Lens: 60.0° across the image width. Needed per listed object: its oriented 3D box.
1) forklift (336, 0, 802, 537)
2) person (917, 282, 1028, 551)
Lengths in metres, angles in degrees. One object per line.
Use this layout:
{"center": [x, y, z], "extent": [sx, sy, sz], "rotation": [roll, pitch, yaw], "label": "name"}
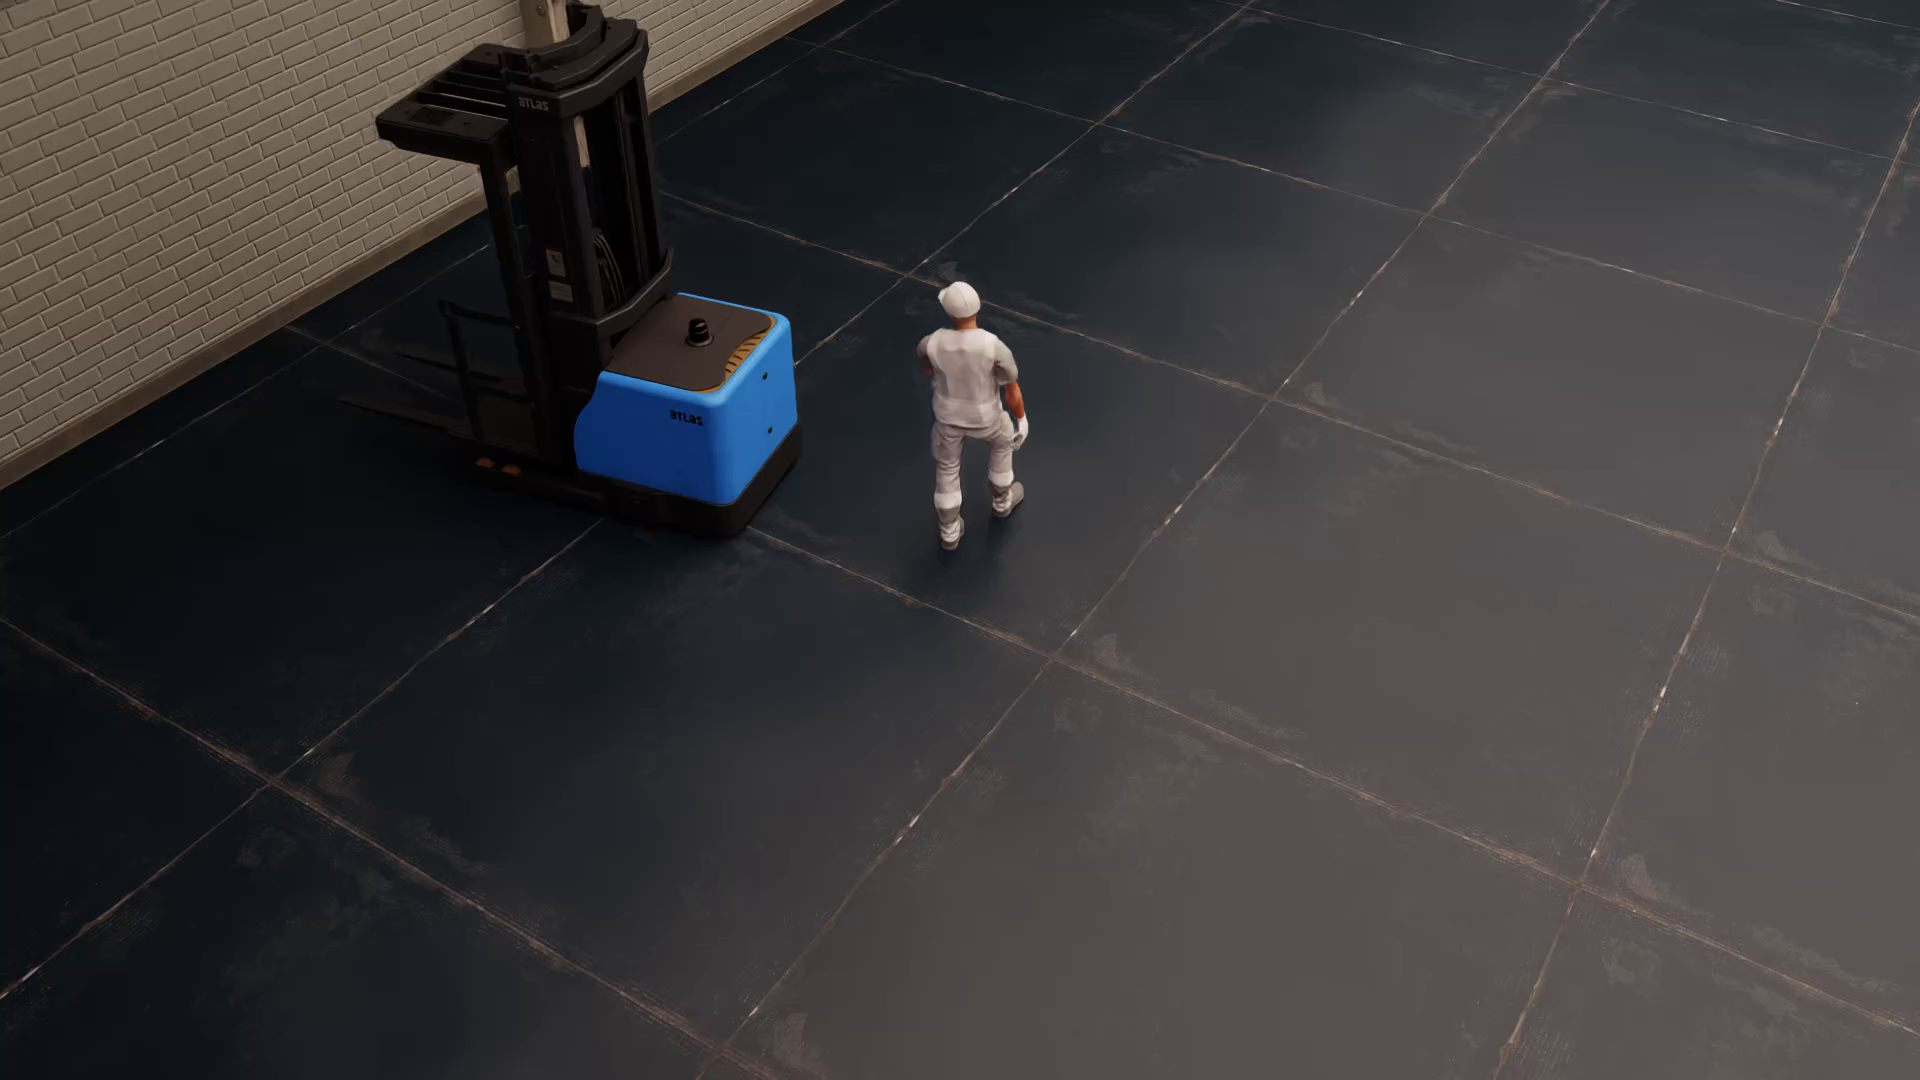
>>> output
{"center": [-2.598, -1.735, 10.014], "extent": [3.031, 2.935, 1.130], "rotation": [14, 42, 16], "label": "forklift"}
{"center": [0.081, -0.784, 9.823], "extent": [0.668, 1.745, 0.645], "rotation": [5, 41, 6], "label": "person"}
